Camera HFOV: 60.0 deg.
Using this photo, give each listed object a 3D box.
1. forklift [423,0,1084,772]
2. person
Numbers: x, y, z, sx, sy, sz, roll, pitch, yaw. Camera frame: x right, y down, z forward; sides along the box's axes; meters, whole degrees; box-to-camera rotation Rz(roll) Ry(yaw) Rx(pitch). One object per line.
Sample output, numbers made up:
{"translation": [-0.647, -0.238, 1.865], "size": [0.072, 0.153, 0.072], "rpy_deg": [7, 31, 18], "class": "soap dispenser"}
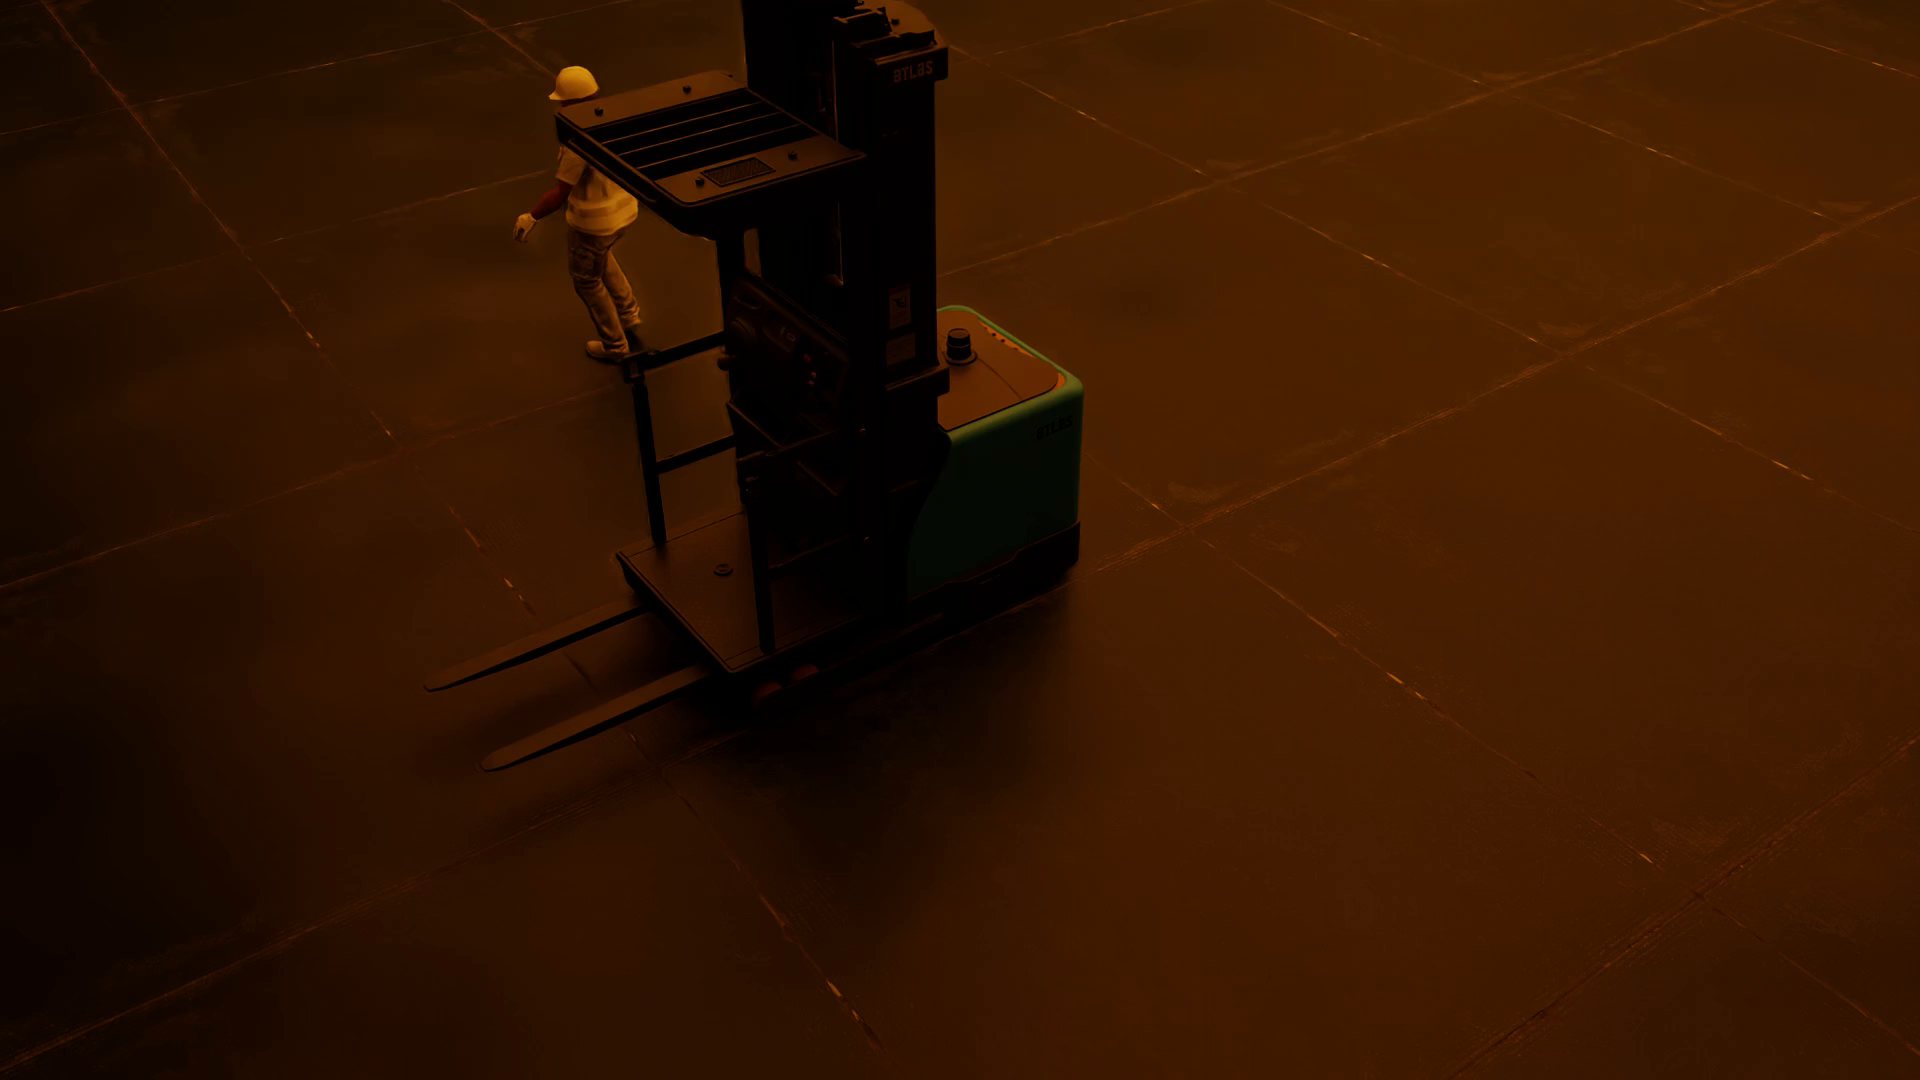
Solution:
{"translation": [-0.906, -0.748, 6.956], "size": [3.031, 2.935, 1.130], "rpy_deg": [-24, 43, -28], "class": "forklift"}
{"translation": [-2.088, -1.812, 9.410], "size": [0.488, 1.788, 0.913], "rpy_deg": [19, 41, 24], "class": "person"}
